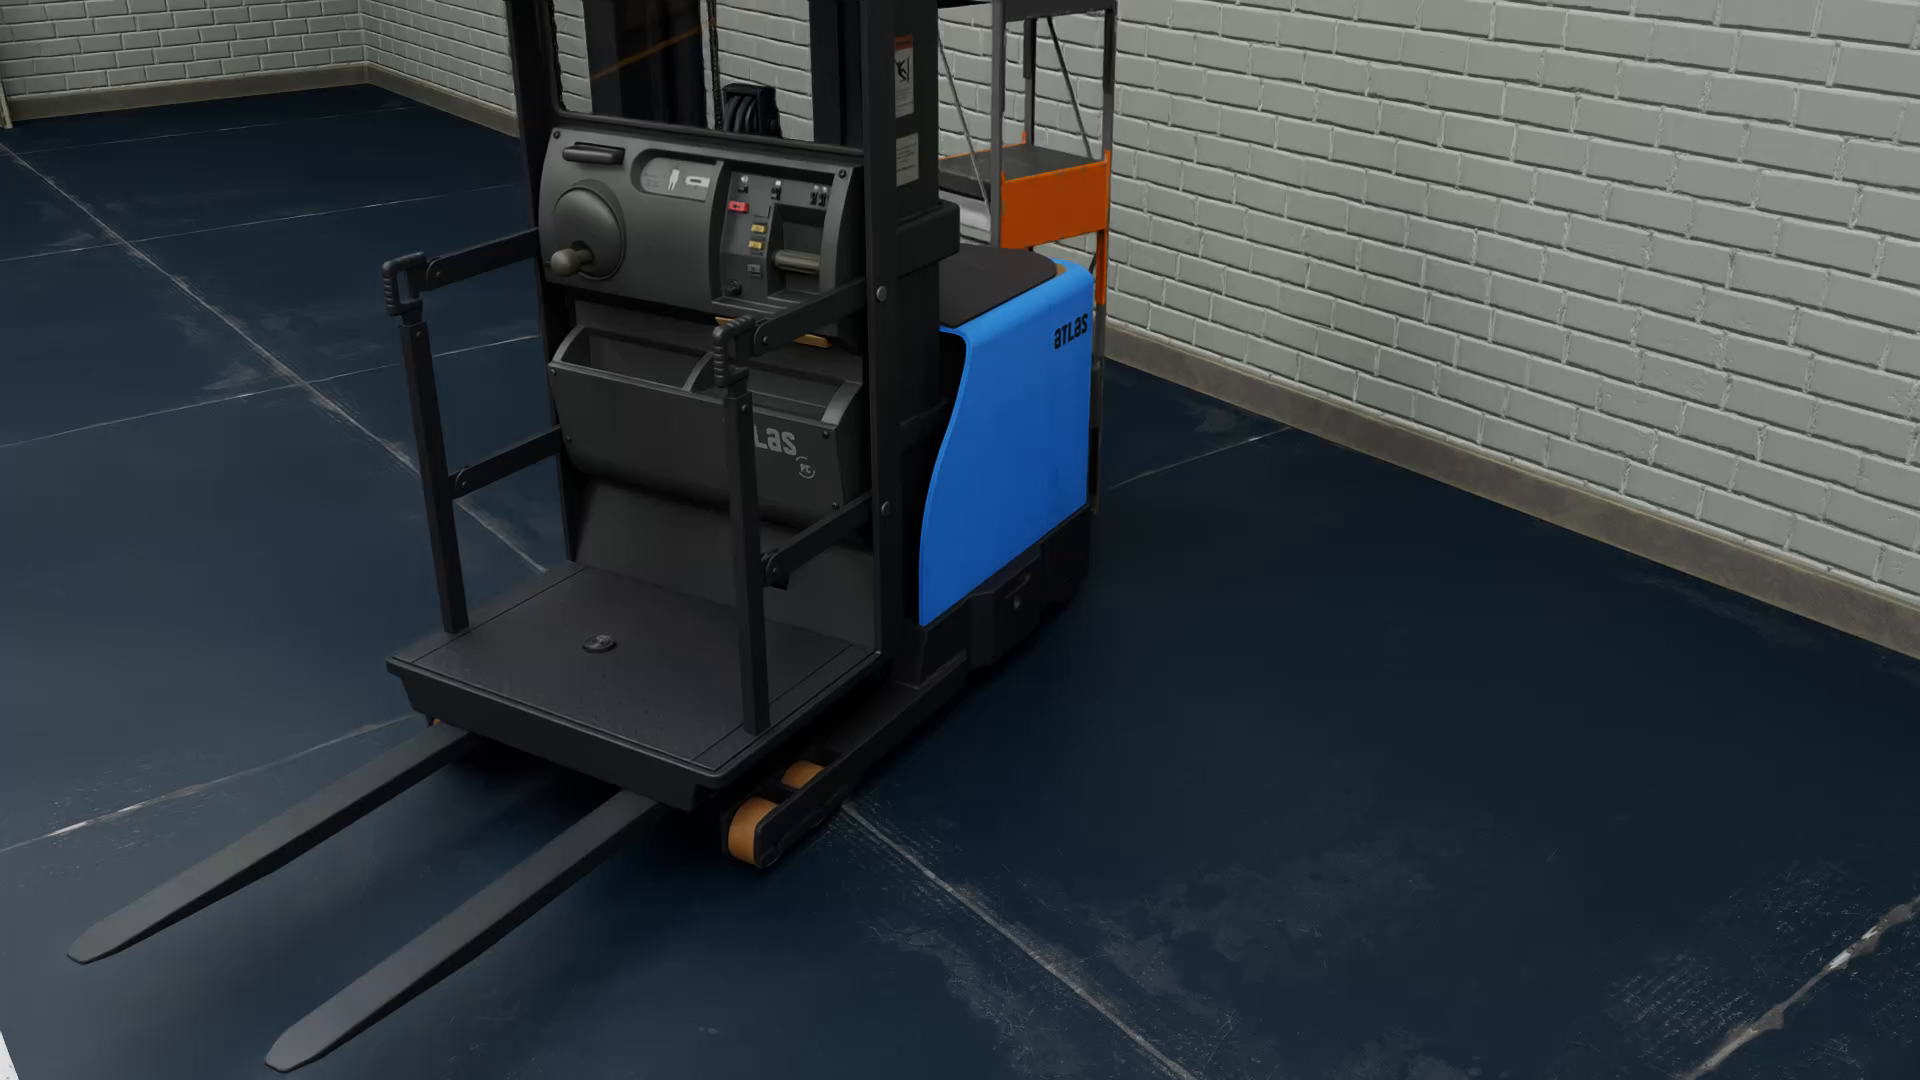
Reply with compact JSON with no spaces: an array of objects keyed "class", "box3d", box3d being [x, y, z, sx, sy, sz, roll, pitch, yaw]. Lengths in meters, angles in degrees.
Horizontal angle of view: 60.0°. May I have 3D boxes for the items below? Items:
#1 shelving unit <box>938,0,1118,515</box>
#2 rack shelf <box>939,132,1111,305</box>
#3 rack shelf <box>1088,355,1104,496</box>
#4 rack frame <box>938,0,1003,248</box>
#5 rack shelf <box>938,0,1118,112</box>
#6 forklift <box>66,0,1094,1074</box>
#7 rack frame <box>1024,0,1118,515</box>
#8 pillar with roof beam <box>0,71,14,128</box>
[{"class":"shelving unit","box3d":[0.174,-1.040,5.496,0.503,2.100,0.431,-20,32,-37]},{"class":"rack shelf","box3d":[0.174,-1.027,5.501,0.480,0.518,0.431,-20,32,-37]},{"class":"rack shelf","box3d":[0.174,-0.392,5.796,0.480,0.518,0.431,-20,32,-37]},{"class":"rack frame","box3d":[-0.009,-0.972,5.349,0.015,2.100,0.400,-20,32,-37]},{"class":"rack shelf","box3d":[0.174,-1.662,5.207,0.480,0.518,0.431,-20,32,-37]},{"class":"forklift","box3d":[-0.769,-0.757,3.900,1.130,2.935,3.031,14,28,28]},{"class":"rack frame","box3d":[0.357,-1.108,5.642,0.015,2.100,0.400,-20,32,-37]},{"class":"pillar with roof beam","box3d":[-4.621,-5.717,7.380,0.400,9.000,9.100,-18,31,-34]}]
